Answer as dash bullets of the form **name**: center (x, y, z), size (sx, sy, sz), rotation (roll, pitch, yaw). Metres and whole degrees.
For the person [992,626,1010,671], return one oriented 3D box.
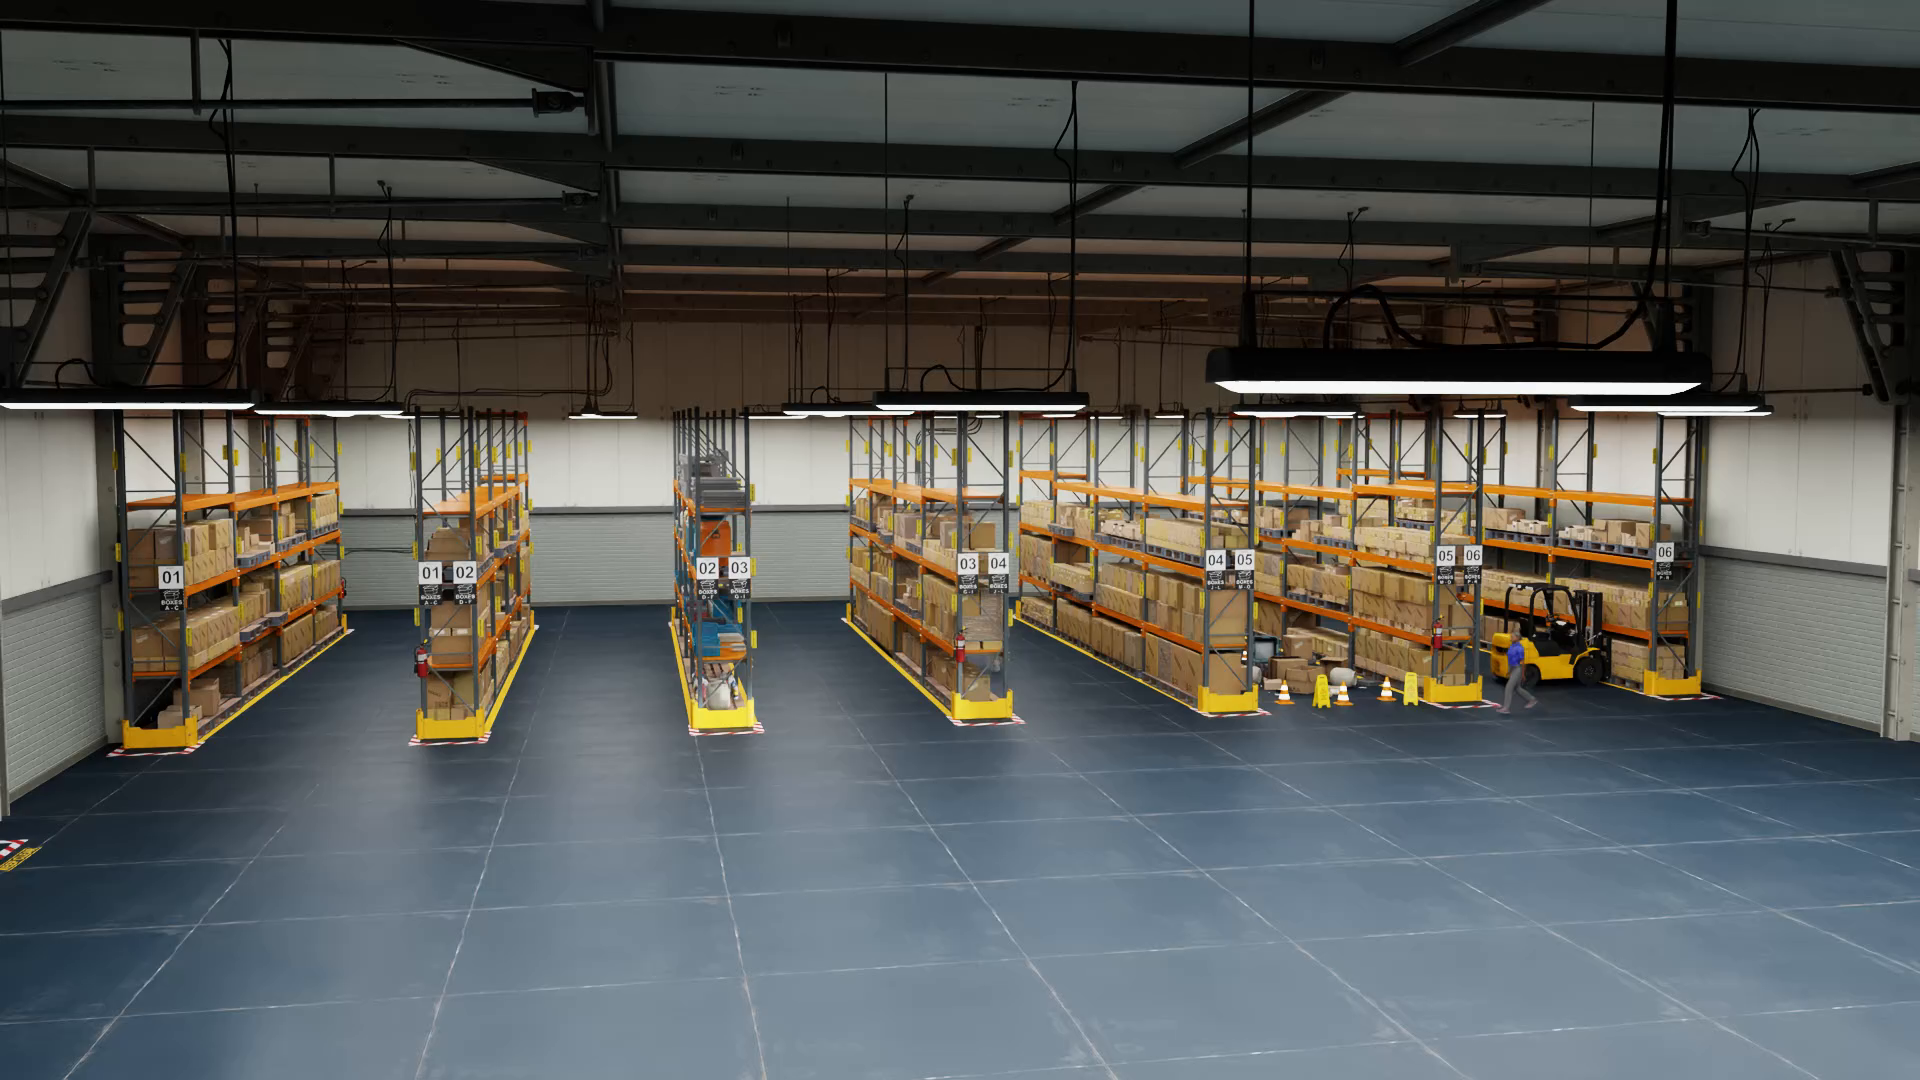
- **person**: center (0.860, 2.138, 38.433), size (0.553, 1.661, 1.058), rotation (-1, 4, -14)

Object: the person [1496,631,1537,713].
- **person**: center (10.949, 2.585, 32.631), size (0.965, 1.610, 0.446), rotation (-1, 4, -11)

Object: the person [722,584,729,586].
- **person**: center (-6.665, 1.471, 48.108), size (1.097, 1.598, 0.458), rotation (3, 5, 37)

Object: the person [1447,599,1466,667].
- **person**: center (11.639, 2.171, 38.718), size (0.418, 1.597, 0.495), rotation (-2, 5, -28)

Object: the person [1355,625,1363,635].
- **person**: center (10.193, 1.857, 42.284), size (0.649, 1.741, 0.649), rotation (-3, 5, -34)
